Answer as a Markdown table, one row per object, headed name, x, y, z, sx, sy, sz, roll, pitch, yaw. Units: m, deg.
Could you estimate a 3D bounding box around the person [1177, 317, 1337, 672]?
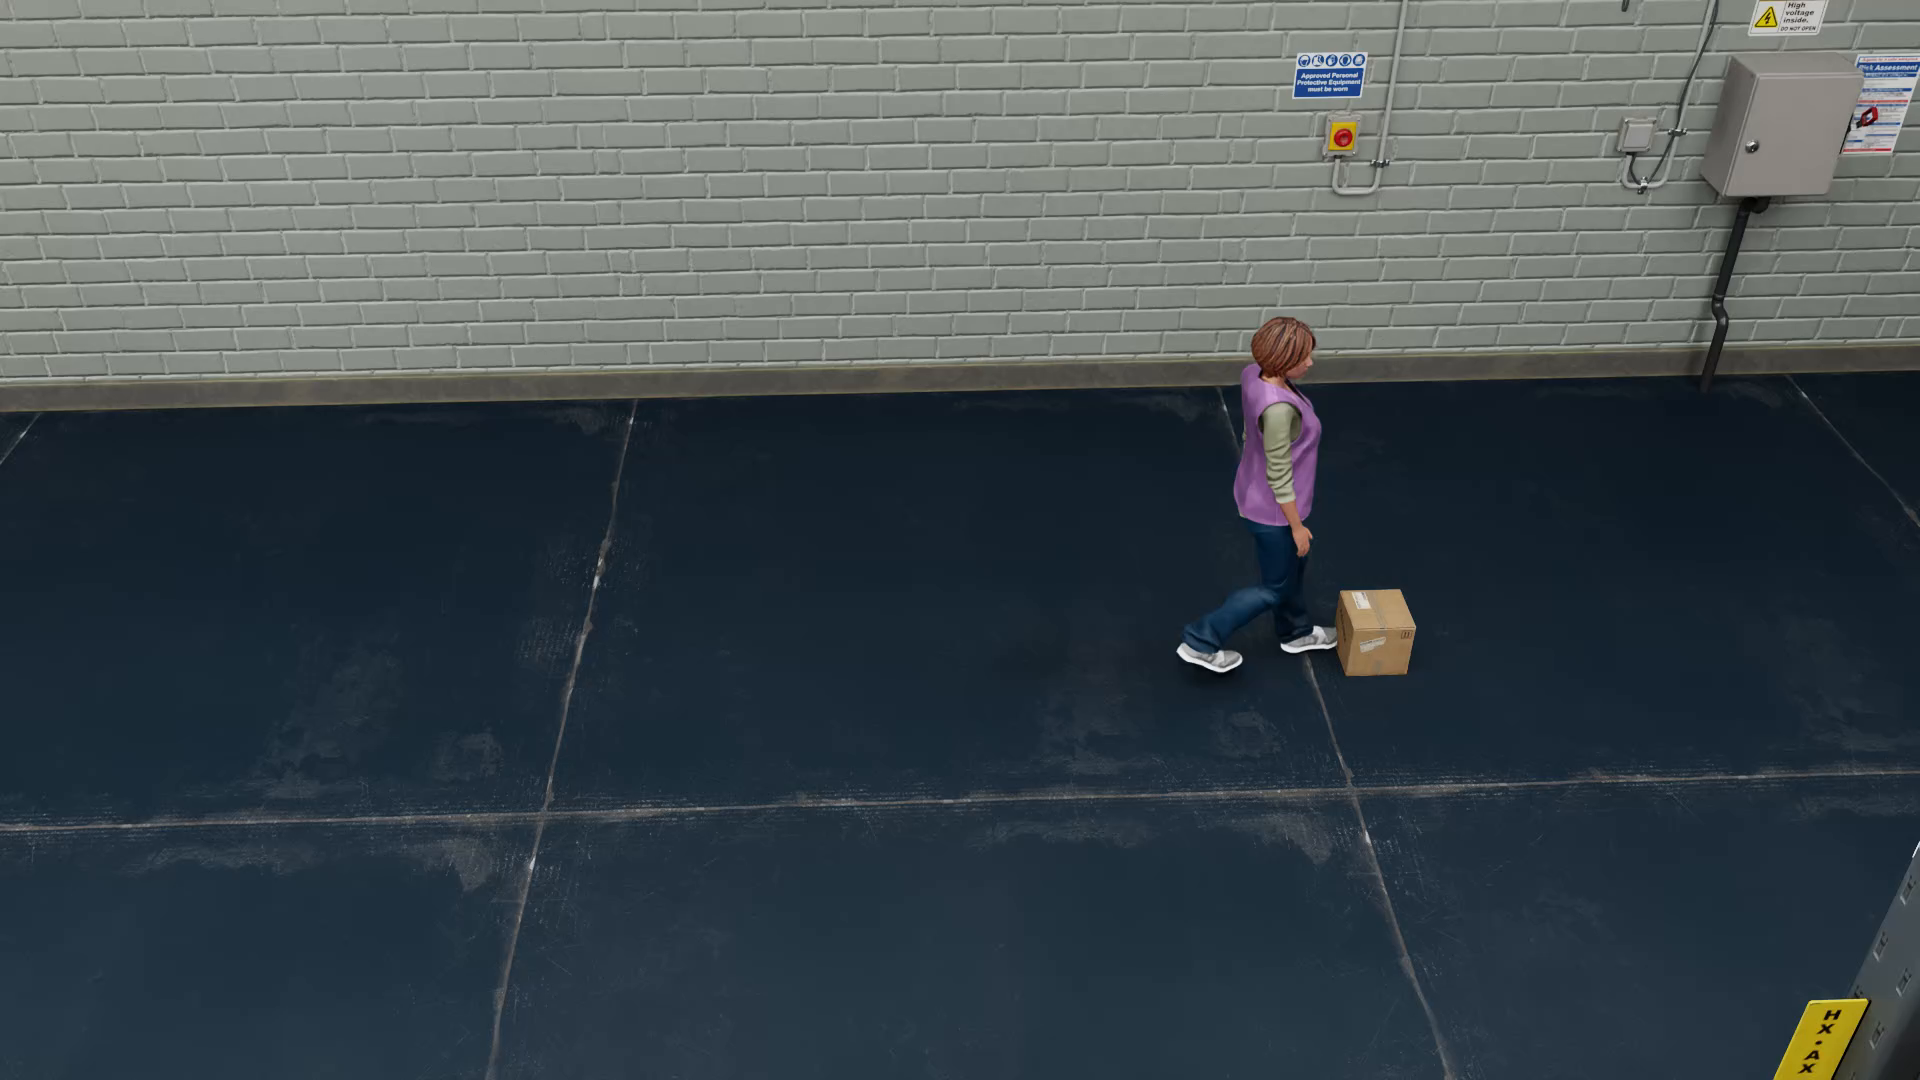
| name | x | y | z | sx | sy | sz | roll | pitch | yaw |
| --- | --- | --- | --- | --- | --- | --- | --- | --- | --- |
| person | 1.227 | -0.138 | 6.345 | 0.727 | 1.575 | 0.435 | -1 | 36 | -2 |
